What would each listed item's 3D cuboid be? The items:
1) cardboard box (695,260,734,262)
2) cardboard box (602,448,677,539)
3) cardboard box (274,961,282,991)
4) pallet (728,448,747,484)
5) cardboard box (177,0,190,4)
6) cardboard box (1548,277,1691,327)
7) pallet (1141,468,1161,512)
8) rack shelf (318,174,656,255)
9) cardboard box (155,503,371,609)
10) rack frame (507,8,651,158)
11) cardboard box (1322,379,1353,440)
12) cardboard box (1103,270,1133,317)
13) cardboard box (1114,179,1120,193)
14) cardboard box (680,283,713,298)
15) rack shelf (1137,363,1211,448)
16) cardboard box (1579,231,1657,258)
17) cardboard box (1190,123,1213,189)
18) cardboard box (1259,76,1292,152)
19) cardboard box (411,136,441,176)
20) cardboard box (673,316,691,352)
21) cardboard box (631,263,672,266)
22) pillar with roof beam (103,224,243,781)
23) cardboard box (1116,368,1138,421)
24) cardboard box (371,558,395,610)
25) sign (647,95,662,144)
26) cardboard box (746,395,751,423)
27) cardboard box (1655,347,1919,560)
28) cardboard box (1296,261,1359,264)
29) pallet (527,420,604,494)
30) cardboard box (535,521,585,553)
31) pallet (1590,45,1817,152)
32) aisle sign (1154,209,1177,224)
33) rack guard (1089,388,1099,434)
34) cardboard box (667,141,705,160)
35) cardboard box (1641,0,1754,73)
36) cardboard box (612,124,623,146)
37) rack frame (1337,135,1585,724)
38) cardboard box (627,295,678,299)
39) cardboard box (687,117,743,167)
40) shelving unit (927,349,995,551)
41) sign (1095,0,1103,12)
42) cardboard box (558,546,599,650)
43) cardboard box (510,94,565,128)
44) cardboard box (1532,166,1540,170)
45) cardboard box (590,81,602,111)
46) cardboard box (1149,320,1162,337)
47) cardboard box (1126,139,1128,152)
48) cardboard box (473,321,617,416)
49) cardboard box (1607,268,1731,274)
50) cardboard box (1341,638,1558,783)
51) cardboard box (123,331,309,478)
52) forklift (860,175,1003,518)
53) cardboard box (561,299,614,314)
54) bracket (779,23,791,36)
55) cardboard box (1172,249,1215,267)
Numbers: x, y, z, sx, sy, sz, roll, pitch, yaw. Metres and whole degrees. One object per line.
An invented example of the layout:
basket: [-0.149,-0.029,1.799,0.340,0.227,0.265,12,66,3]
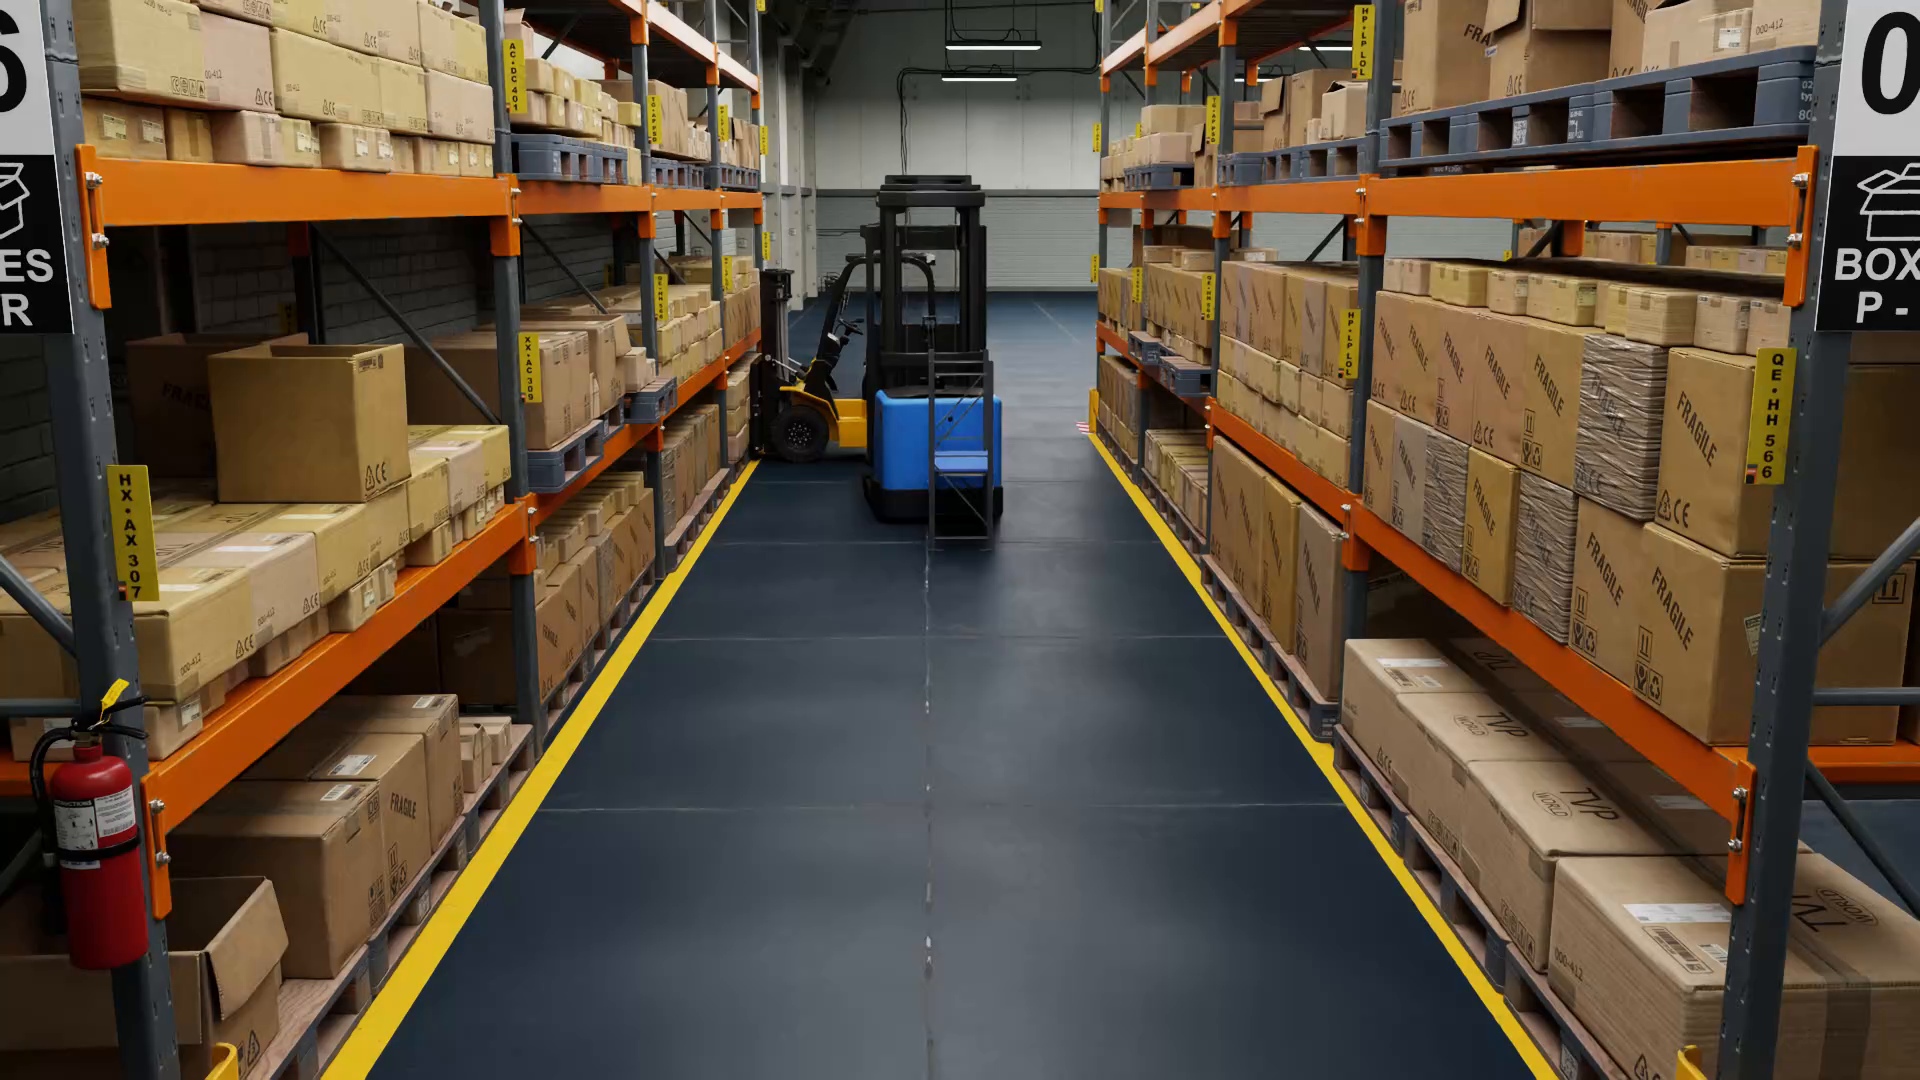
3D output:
cardboard box: [-2.576,-2.856,17.461,0.380,0.149,0.250,0,11,-1]
cardboard box: [-2.654,-0.344,12.629,0.875,0.625,0.625,0,11,1]
cardboard box: [-2.377,1.397,5.244,0.380,0.149,0.250,-1,11,-3]
pallet: [-2.712,-0.765,16.800,1.003,0.211,1.213,0,11,-1]
cardboard box: [-2.247,-1.465,4.062,0.500,0.250,0.500,0,11,-2]
cardboard box: [2.184,-0.790,5.511,0.380,0.149,0.250,0,11,0]
pallet: [2.243,-0.473,15.361,1.003,0.211,1.213,0,11,-1]
rack shelf: [-2.613,-1.898,9.637,1.077,0.370,4.000,0,11,-1]
cardboard box: [-2.254,0.047,5.410,0.500,0.250,0.500,0,11,-2]
rack frame: [-2.655,-4.118,11.226,1.000,3.000,0.127,0,11,-1]
cardboard box: [2.138,-0.662,8.400,0.500,0.250,0.500,0,11,-1]
cardboard box: [1.889,-2.786,18.749,0.500,0.500,0.500,0,11,1]
cardboard box: [1.855,-3.813,17.895,0.380,0.149,0.250,0,11,-1]
cardboard box: [-2.481,-2.405,15.985,0.380,0.149,0.250,0,11,-2]
rack shelf: [2.267,-1.244,13.958,1.077,0.370,4.000,0,11,-1]
cardboard box: [7.179,-3.033,17.873,0.875,0.550,0.500,0,11,-1]
cardboard box: [2.248,-3.023,13.113,0.797,0.503,0.637,0,11,-1]
cardboard box: [2.467,-2.852,11.210,0.797,0.503,0.637,-1,12,-5]
cardboard box: [-2.270,-1.509,6.540,0.380,0.149,0.250,0,11,-1]
cardboard box: [-2.422,-1.643,13.232,0.500,0.250,0.500,-1,11,-3]
cardboard box: [-3.096,-2.700,16.695,0.380,0.149,0.250,0,11,-2]
pillar with roof beam: [0.845,-3.199,6.694,9.100,9.000,0.400,0,11,-1]
cardboard box: [1.921,-1.539,17.576,0.500,0.500,0.500,0,11,2]
cardboard box: [-2.225,0.160,5.858,0.380,0.149,0.250,0,11,0]
sign: [-2.112,-2.904,11.482,0.100,0.325,0.005,0,11,-1]
cardboard box: [-2.450,-1.374,17.391,0.500,0.250,0.500,0,11,-2]
cardboard box: [2.225,-0.243,4.447,0.500,0.500,0.500,0,11,1]
cardboard box: [2.580,-1.637,11.316,0.500,0.500,0.500,-1,11,-3]
pallet: [-2.479,-0.448,8.708,1.003,0.211,1.213,0,11,-1]
cardboard box: [-2.403,-0.014,9.681,0.380,0.149,0.250,0,11,1]
pallet: [2.447,-1.183,4.526,1.003,0.211,1.213,0,11,-1]
aisle sign: [2.431,-4.077,19.574,0.394,0.787,0.004,0,11,-1]
rack guard: [2.144,-1.550,19.940,1.175,0.500,0.348,0,11,-1]
cardboard box: [-2.411,-3.358,14.346,0.380,0.149,0.250,0,11,-1]
cardboard box: [2.492,-1.588,5.215,0.500,0.311,0.500,0,11,0]
cardboard box: [-2.421,-2.649,10.903,0.380,0.149,0.250,-1,11,-2]
rack frame: [2.391,-0.404,8.008,1.000,3.000,0.127,0,11,-1]
cardboard box: [-2.506,-1.918,13.584,0.380,0.149,0.250,0,11,-1]
cardboard box: [-2.672,-4.137,17.293,0.797,0.503,0.637,0,11,1]
shelving unit: [-0.002,-0.752,13.494,0.538,1.500,1.048,0,11,-1]
sign: [1.600,-6.224,19.058,0.100,0.325,0.005,0,11,-1]
cardboard box: [-2.384,0.334,9.600,0.500,0.500,0.500,-1,11,-3]
cardboard box: [-2.151,-2.098,8.134,0.380,0.149,0.250,0,11,-1]
cardboard box: [6.782,-4.312,19.048,0.380,0.149,0.250,0,11,-1]
cardboard box: [-2.230,-2.498,9.358,0.380,0.149,0.250,0,11,-1]
cardboard box: [1.917,-1.916,15.037,0.380,0.149,0.250,0,11,0]
cardboard box: [1.906,-4.052,17.070,0.380,0.149,0.250,0,11,0]
cardboard box: [-2.385,-0.994,9.607,0.700,0.500,0.500,0,11,-1]
cardboard box: [2.678,-0.947,6.285,0.380,0.149,0.250,0,11,-2]
cardboard box: [2.296,0.771,7.603,0.875,0.438,0.875,0,11,-2]
cardboard box: [-2.807,-0.526,6.350,0.500,0.500,0.500,-1,11,-3]
forklift: [-0.337,-1.866,15.384,1.130,2.935,3.031,-2,12,-7]
cardboard box: [-2.928,-1.813,13.069,0.380,0.149,0.250,0,11,-1]
bracket: [-3.715,-10.828,35.244,0.235,0.232,0.430,0,11,-1]
cardboard box: [2.007,-2.403,14.170,0.380,0.149,0.250,0,11,2]
